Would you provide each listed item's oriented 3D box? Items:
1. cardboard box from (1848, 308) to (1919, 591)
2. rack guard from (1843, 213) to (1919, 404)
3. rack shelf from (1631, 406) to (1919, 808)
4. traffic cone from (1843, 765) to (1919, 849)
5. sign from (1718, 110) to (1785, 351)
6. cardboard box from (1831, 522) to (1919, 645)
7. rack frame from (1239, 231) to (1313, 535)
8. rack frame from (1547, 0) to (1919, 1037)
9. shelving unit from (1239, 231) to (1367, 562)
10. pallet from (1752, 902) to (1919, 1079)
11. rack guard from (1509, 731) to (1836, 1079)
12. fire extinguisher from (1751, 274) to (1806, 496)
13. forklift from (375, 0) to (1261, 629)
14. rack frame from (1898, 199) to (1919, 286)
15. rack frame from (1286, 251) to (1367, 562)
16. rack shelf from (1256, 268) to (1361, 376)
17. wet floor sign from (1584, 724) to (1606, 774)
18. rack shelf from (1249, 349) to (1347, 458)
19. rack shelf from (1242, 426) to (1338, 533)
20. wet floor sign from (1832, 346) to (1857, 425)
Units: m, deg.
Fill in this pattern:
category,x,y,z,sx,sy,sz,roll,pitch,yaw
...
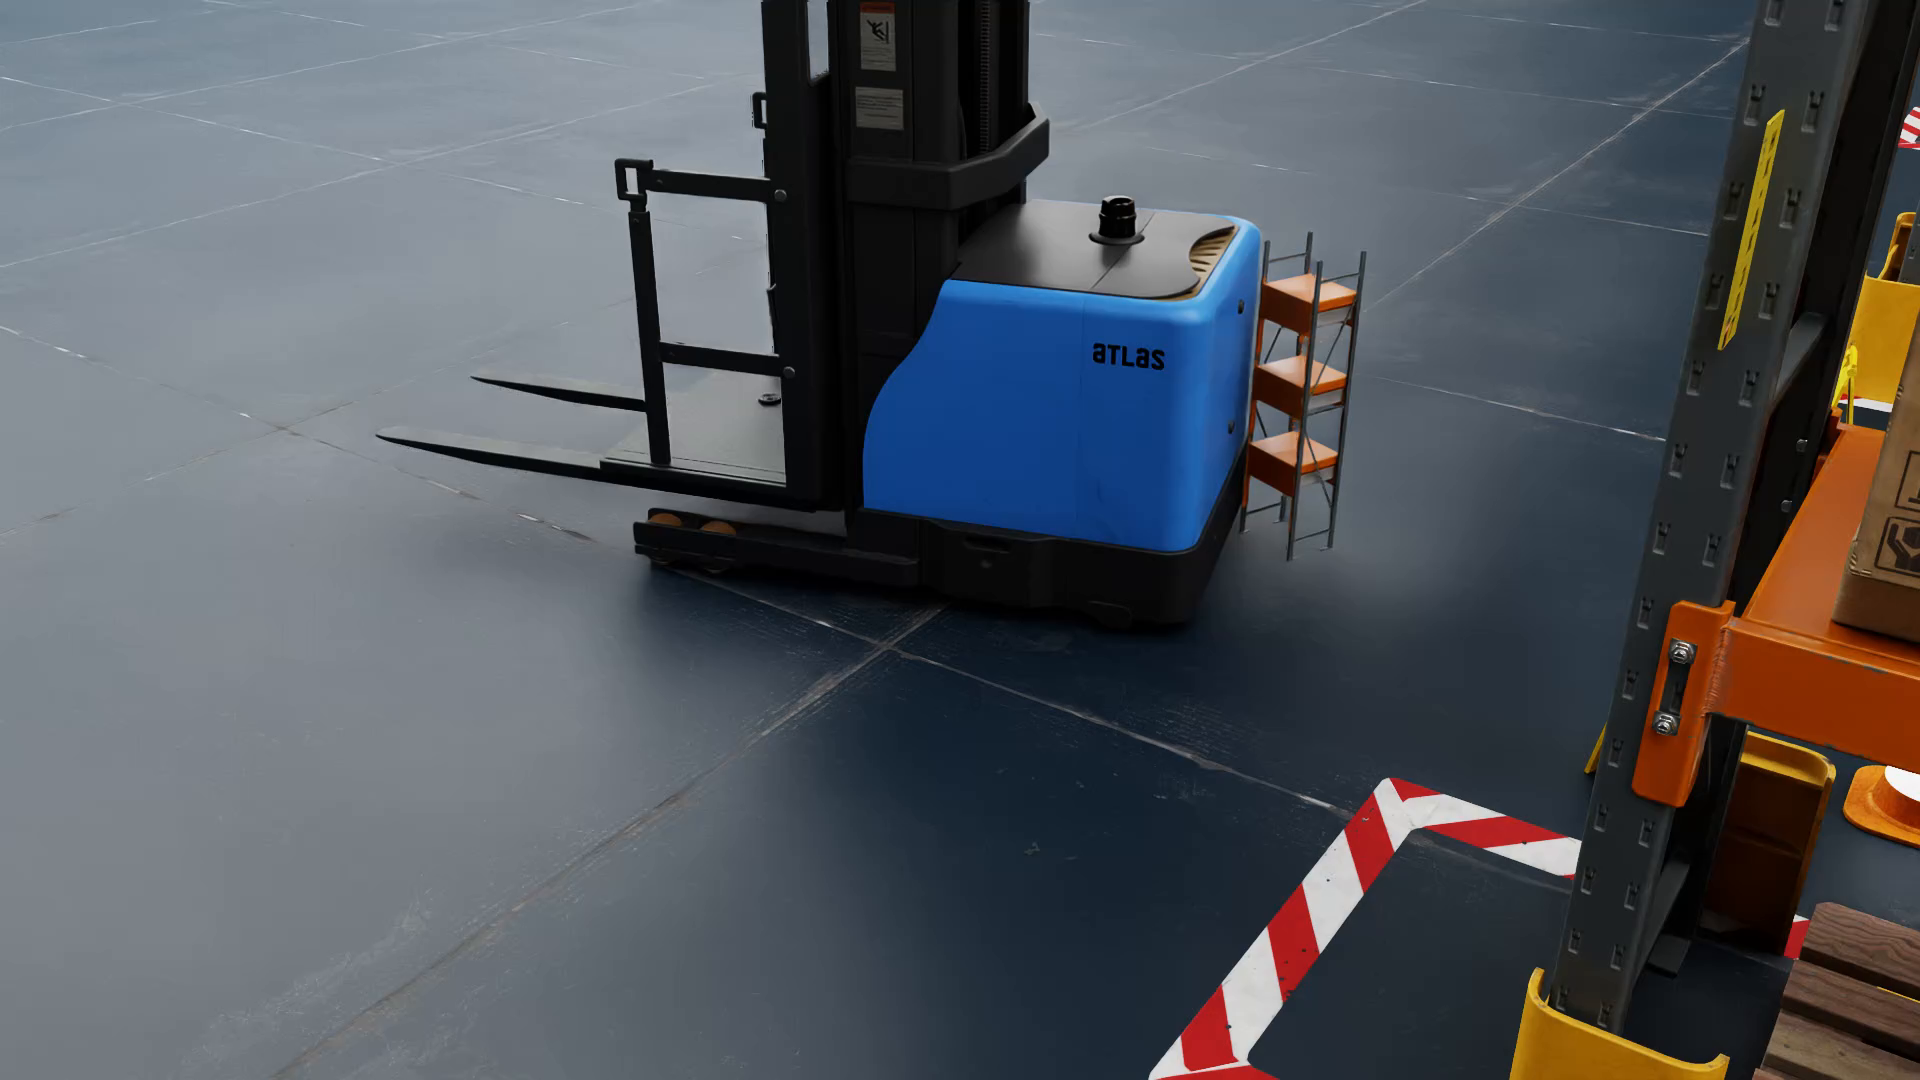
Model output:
category,x,y,z,sx,sy,sz,roll,pitch,yaw
cardboard box,1.654,-0.202,2.402,0.500,0.500,0.500,17,31,30
rack guard,4.120,-1.019,7.201,0.348,0.500,1.175,17,32,30
rack shelf,3.069,0.584,2.089,4.000,0.370,1.077,17,32,30
traffic cone,2.505,0.508,4.241,0.334,0.463,0.336,17,32,30
sign,1.113,-0.433,2.340,0.005,0.325,0.100,17,32,30
cardboard box,1.583,0.026,2.668,0.250,0.149,0.380,17,32,31
rack frame,1.060,-0.512,5.596,0.200,1.050,0.008,-16,31,-28
rack frame,1.420,-0.250,2.935,0.127,3.000,1.000,17,32,30
shelving unit,1.124,-0.464,5.504,0.215,1.050,0.252,-16,31,-28
pallet,2.132,1.234,3.093,1.213,0.211,1.003,17,32,30
rack guard,1.483,0.883,3.463,0.348,0.500,1.175,17,32,30
fire extinguisher,1.587,-0.417,3.348,0.183,0.674,0.296,17,32,30
forklift,-0.574,-1.416,5.300,3.031,2.935,1.130,9,28,16
rack frame,4.139,-2.127,6.622,0.127,3.000,1.000,17,32,30
rack frame,1.189,-0.417,5.411,0.200,1.050,0.008,-16,31,-28
rack shelf,1.125,-0.707,5.379,0.215,0.259,0.240,-16,31,-28
wet floor sign,1.869,0.350,4.350,0.267,0.644,0.232,-18,32,-31
rack shelf,1.124,-0.455,5.509,0.215,0.259,0.240,-16,31,-28
rack shelf,1.124,-0.207,5.635,0.215,0.259,0.240,-16,31,-28
wet floor sign,2.994,-0.345,5.716,0.232,0.644,0.267,12,29,22
